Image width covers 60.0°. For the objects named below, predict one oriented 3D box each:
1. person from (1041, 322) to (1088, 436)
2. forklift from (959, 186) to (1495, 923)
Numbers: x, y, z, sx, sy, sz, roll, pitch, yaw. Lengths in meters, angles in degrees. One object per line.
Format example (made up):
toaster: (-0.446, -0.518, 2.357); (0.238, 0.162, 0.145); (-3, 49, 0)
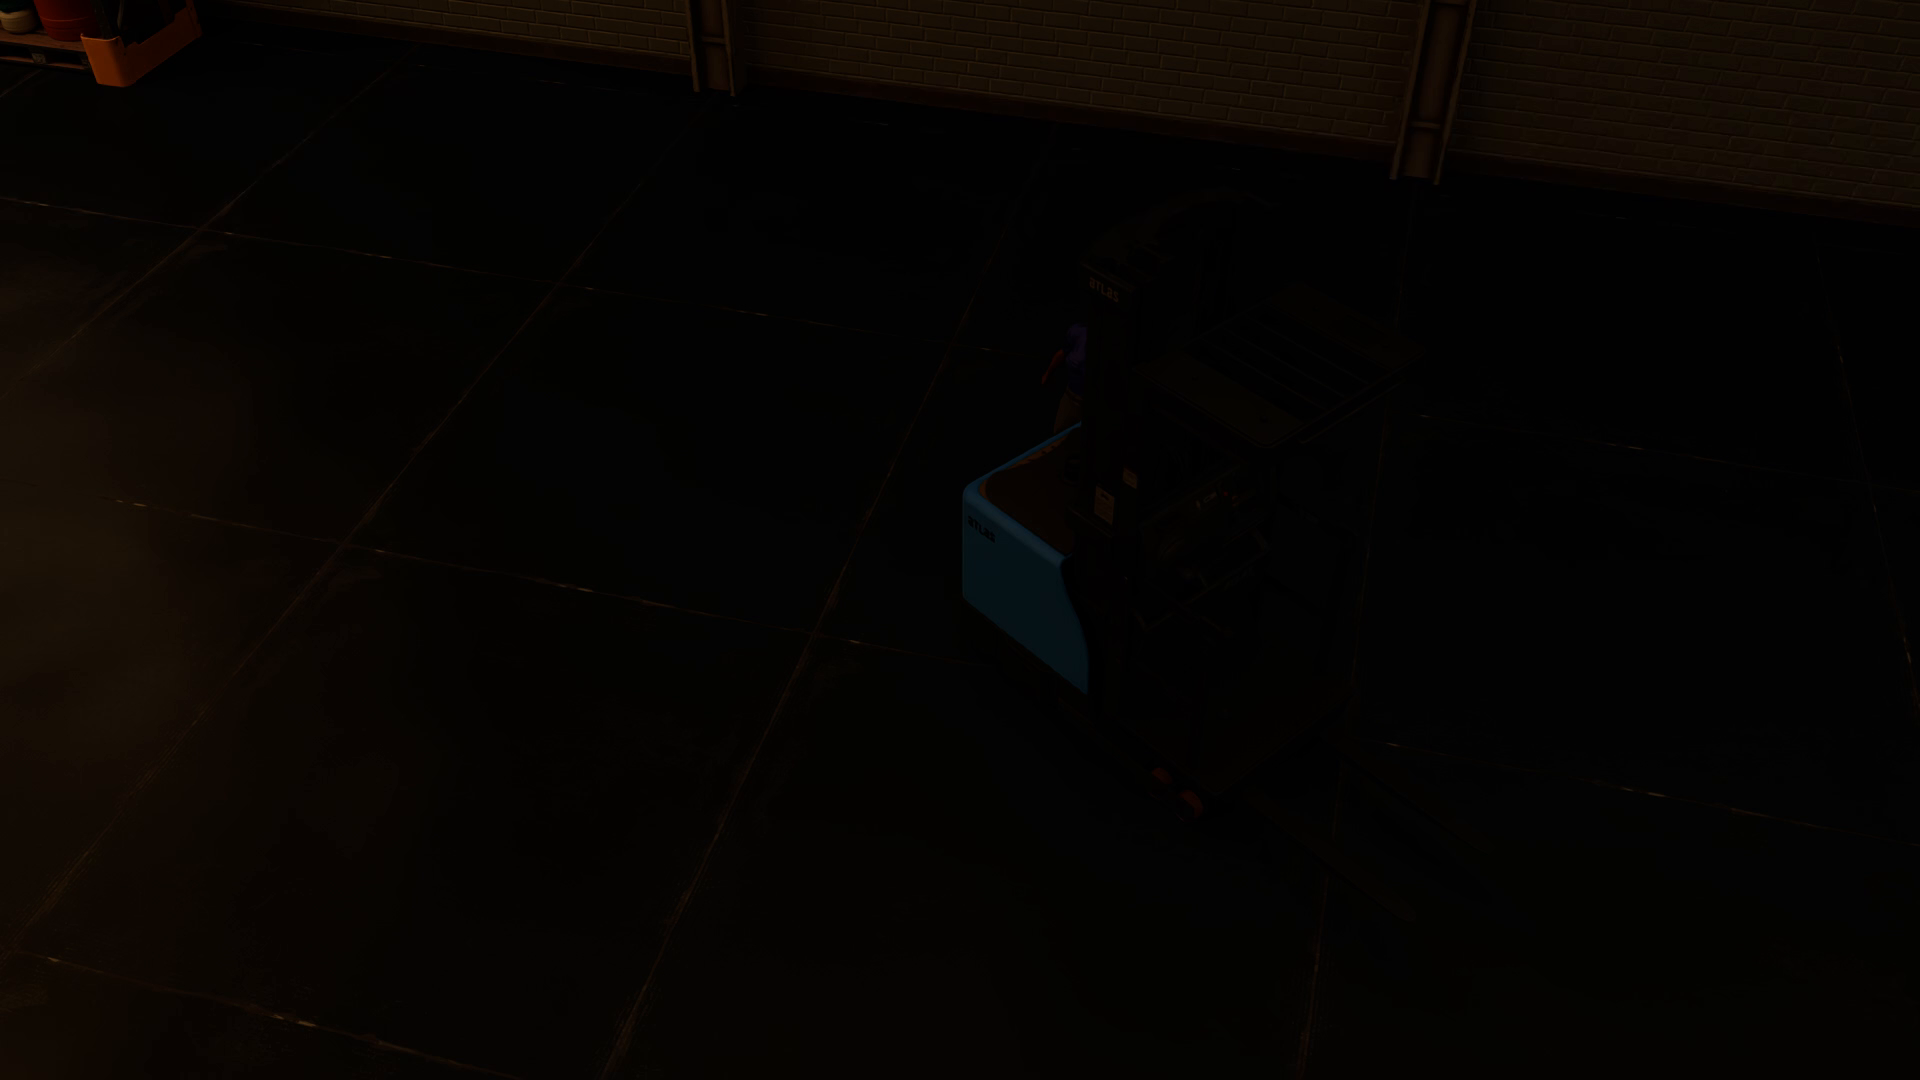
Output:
person: (0.807, -0.801, 9.812); (0.818, 1.599, 0.472); (28, 48, 28)
forklift: (1.344, -0.052, 7.921); (1.130, 2.935, 3.031); (-30, 49, -30)
